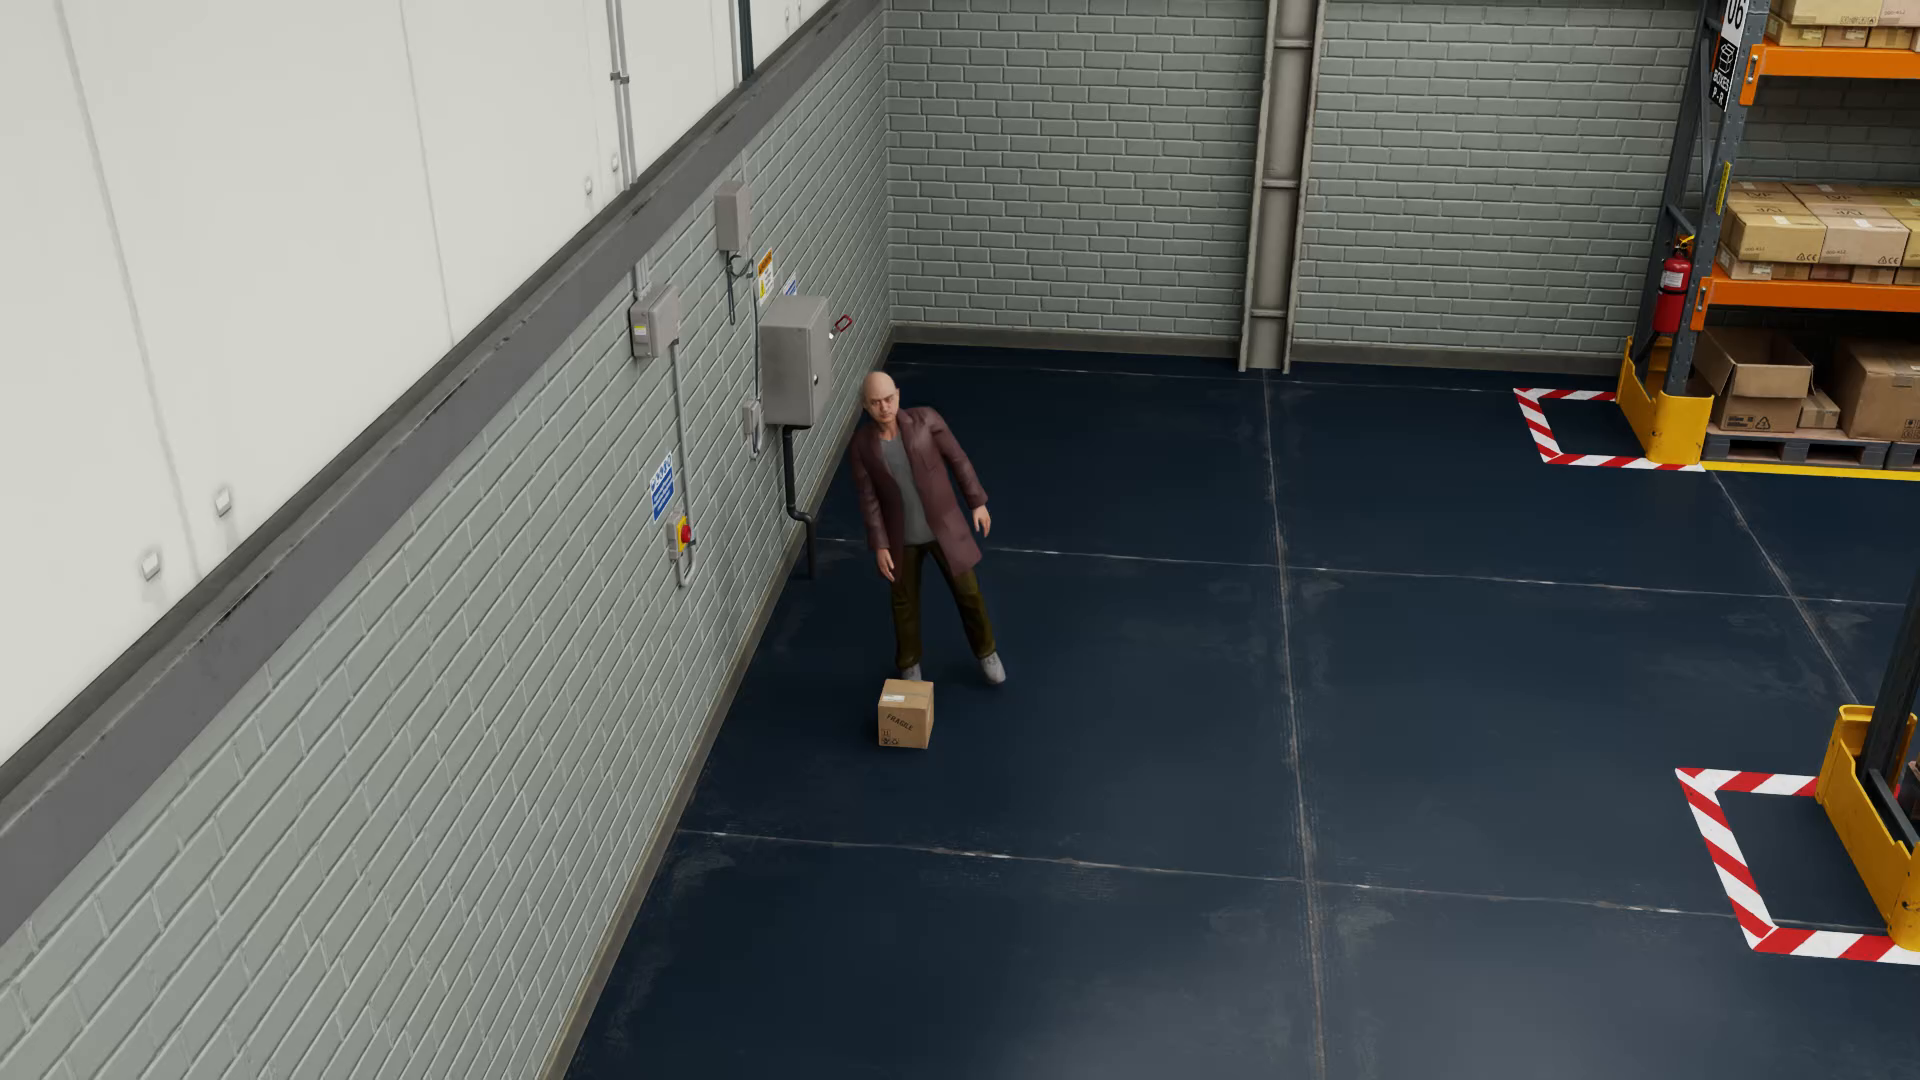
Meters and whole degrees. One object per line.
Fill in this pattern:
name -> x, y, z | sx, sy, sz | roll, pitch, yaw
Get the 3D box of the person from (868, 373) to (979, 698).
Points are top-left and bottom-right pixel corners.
person -> -0.192, -0.017, 8.670 | 0.587, 1.785, 0.393 | 4, 28, 8
